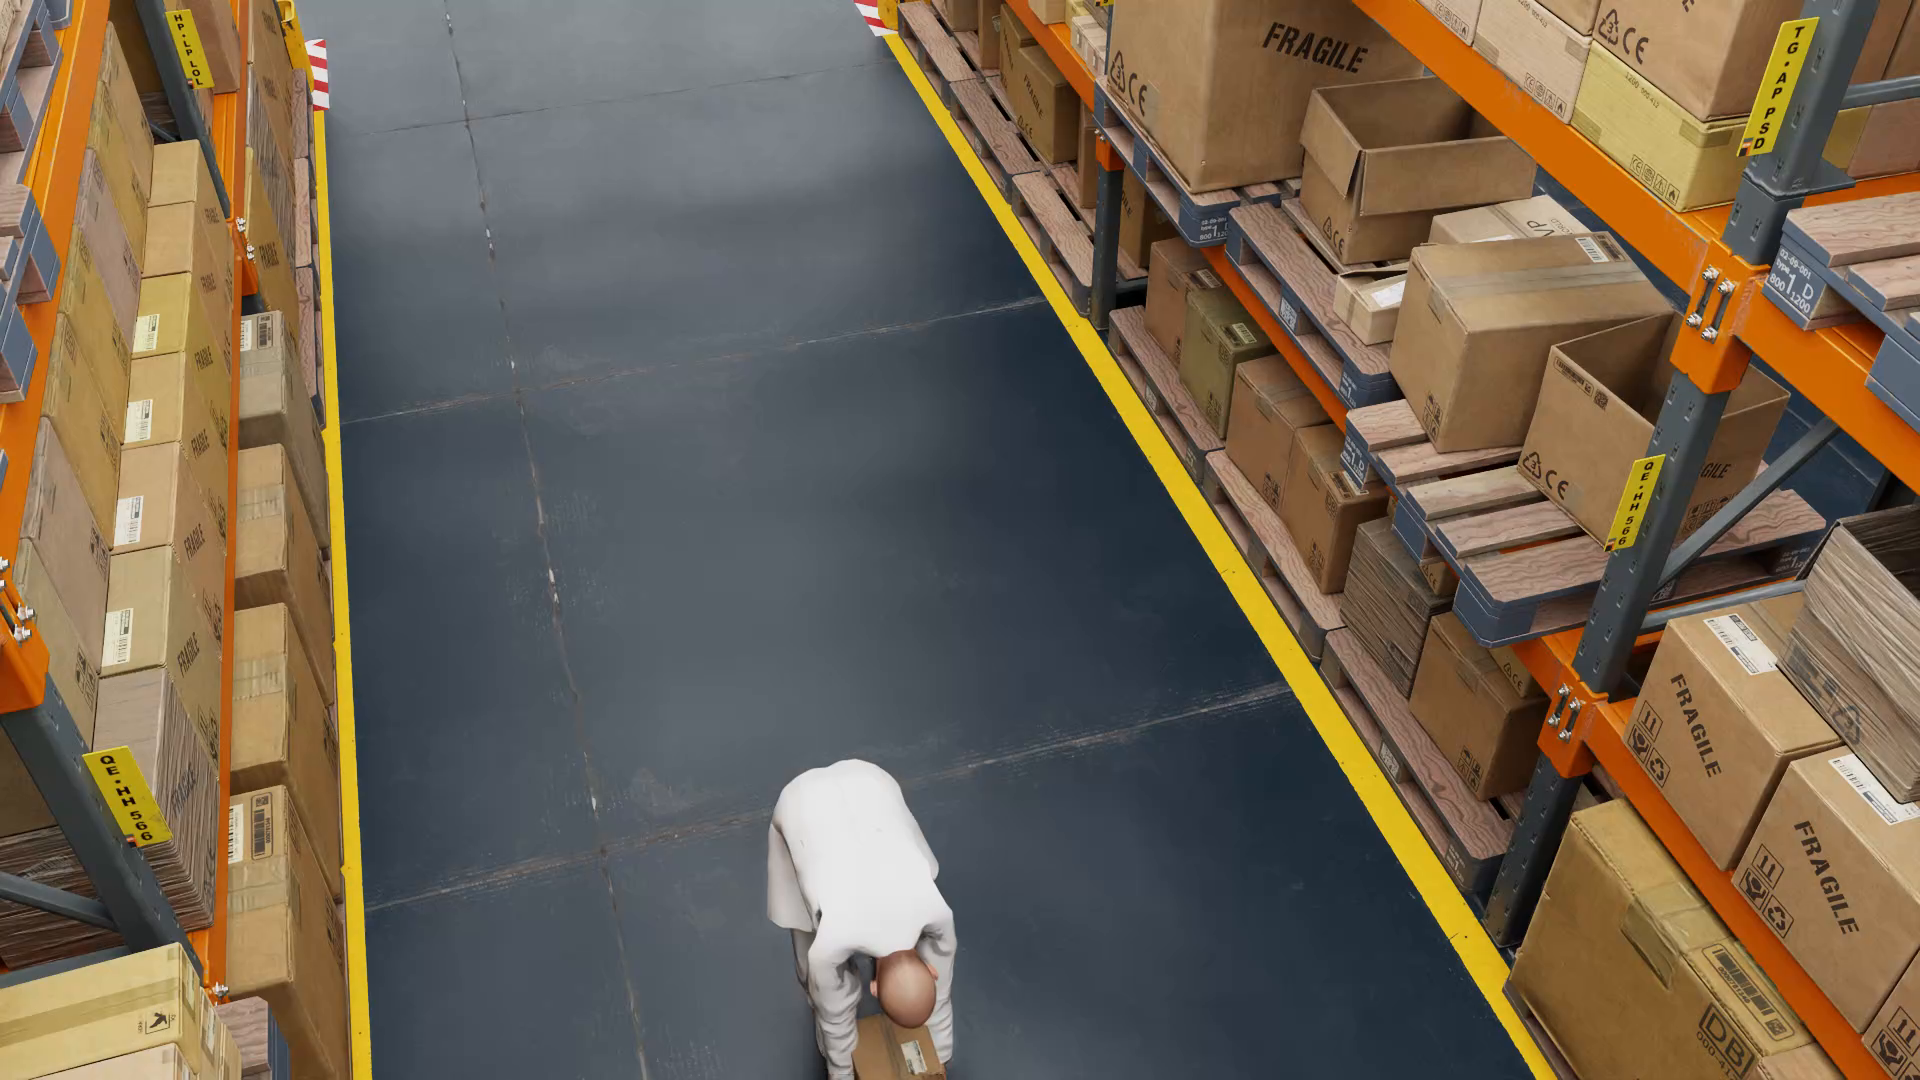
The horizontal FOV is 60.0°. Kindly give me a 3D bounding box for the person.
[{"bbox_3d":[-0.276,1.299,5.228,0.575,1.090,0.950,-14,43,-15],"label":"person"}]
